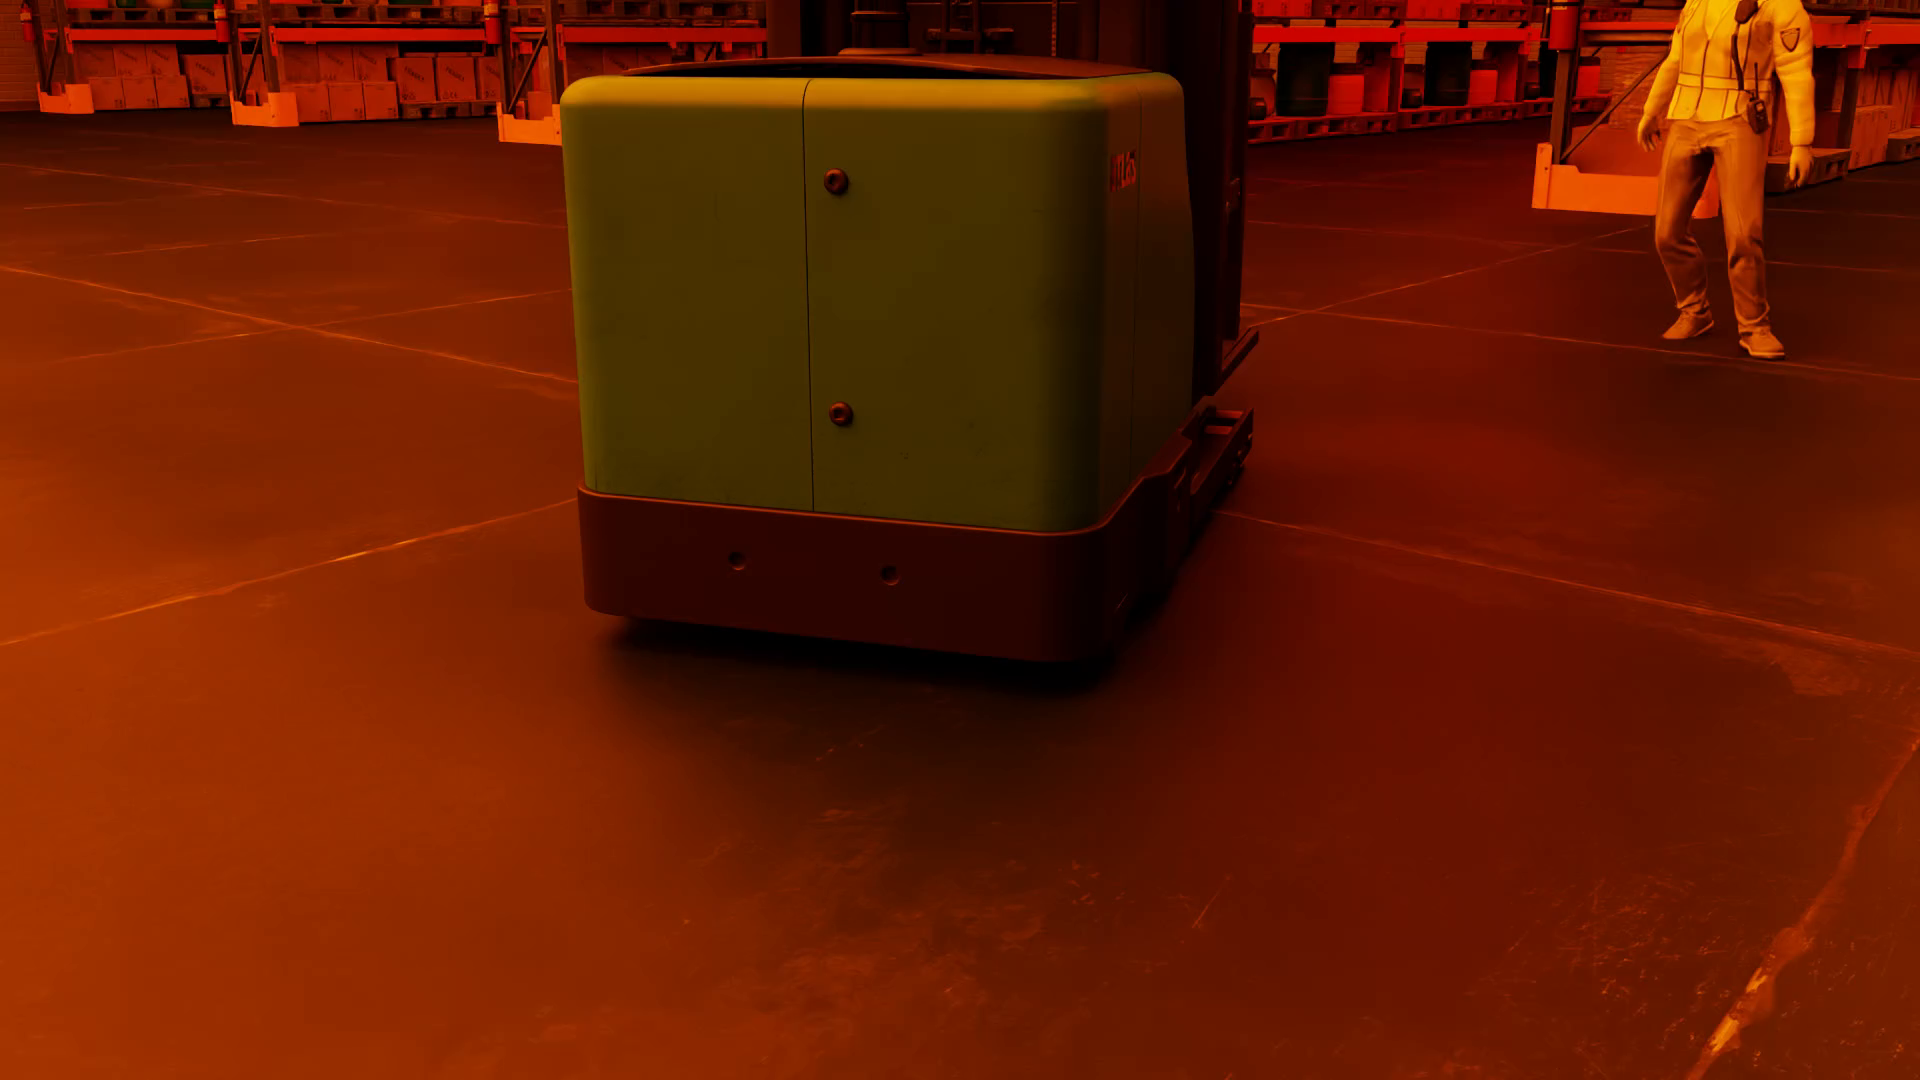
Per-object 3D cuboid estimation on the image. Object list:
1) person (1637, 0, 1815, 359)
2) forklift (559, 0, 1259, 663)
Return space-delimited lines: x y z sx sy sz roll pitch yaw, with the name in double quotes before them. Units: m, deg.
"person" 2.884 -1.515 6.261 0.441 1.650 0.812 -9 19 -27
"forklift" 0.182 -1.571 4.072 1.130 2.935 3.031 5 18 17
